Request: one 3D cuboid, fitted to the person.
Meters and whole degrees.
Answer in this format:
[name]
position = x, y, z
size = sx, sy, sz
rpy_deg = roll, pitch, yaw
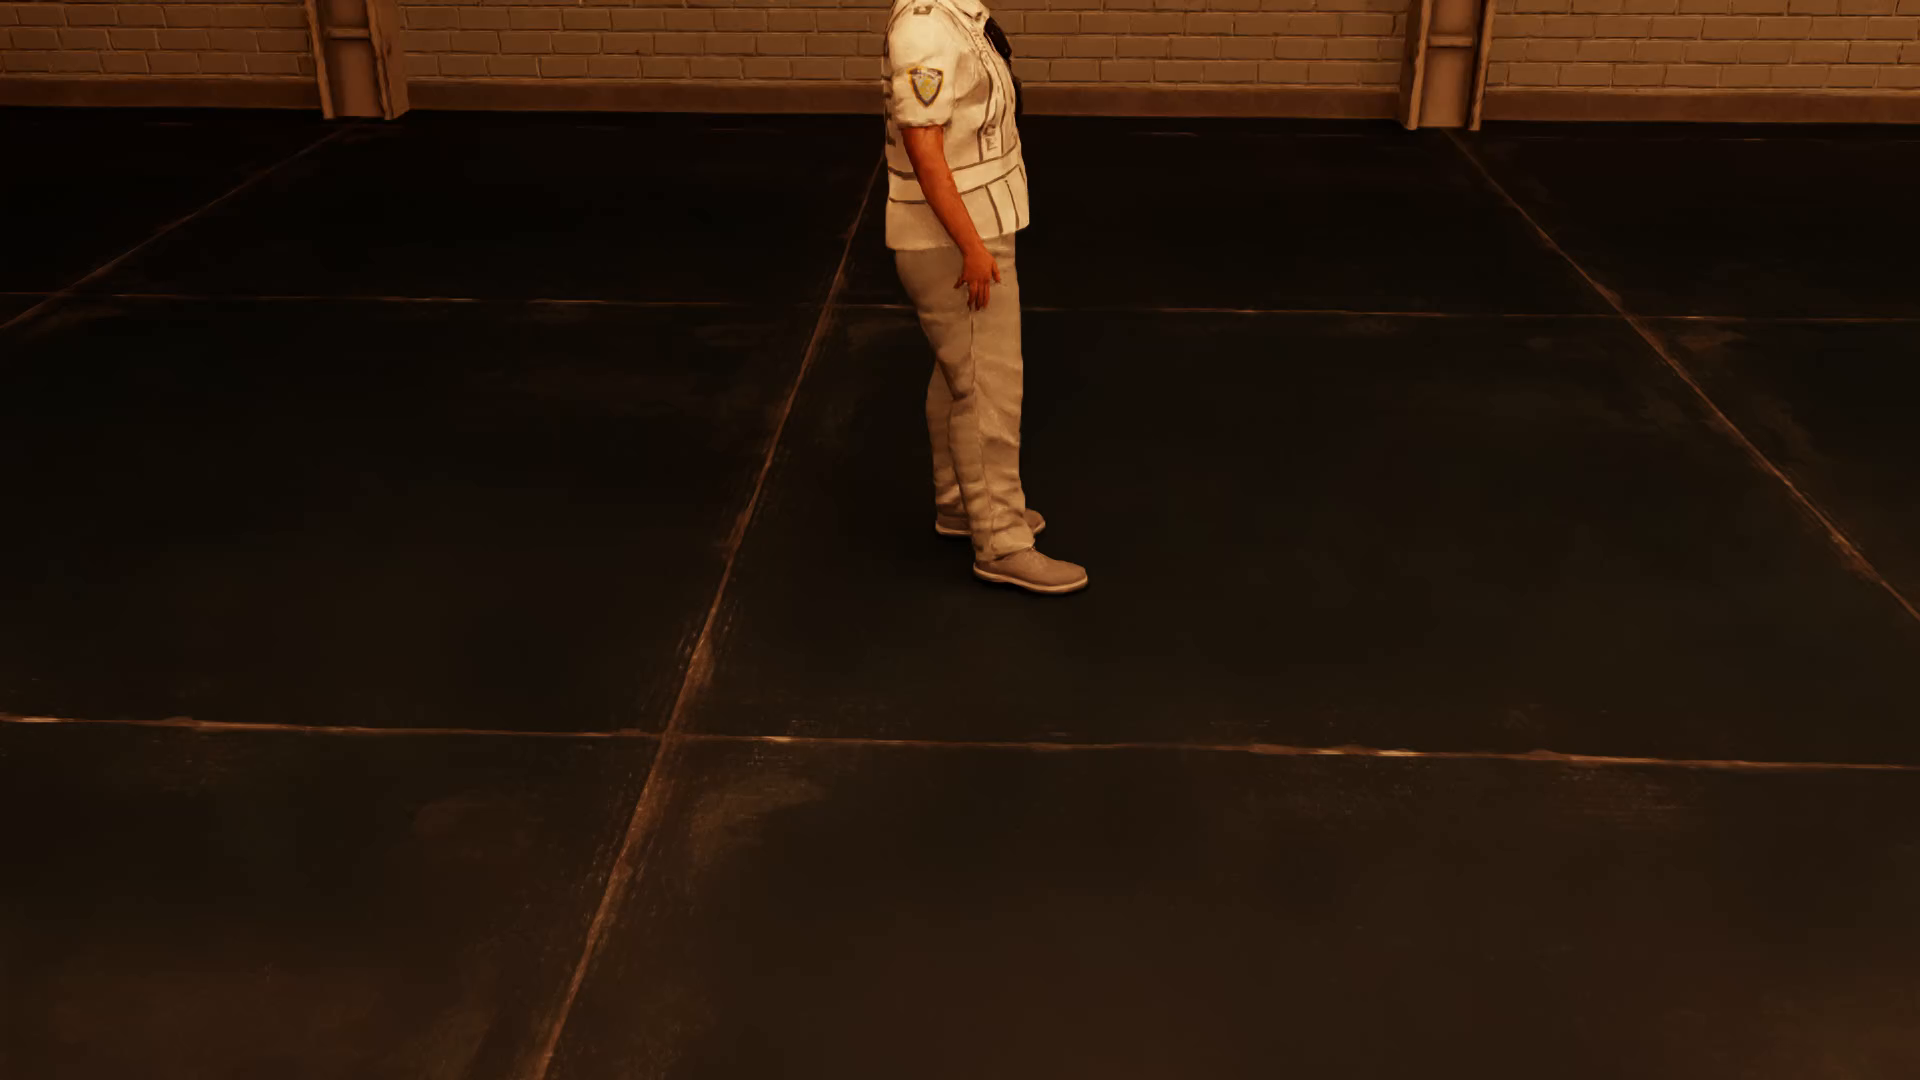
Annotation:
[person]
position = 0.075, -0.742, 4.126
size = 0.529, 1.669, 0.598
rpy_deg = 1, 26, 2
